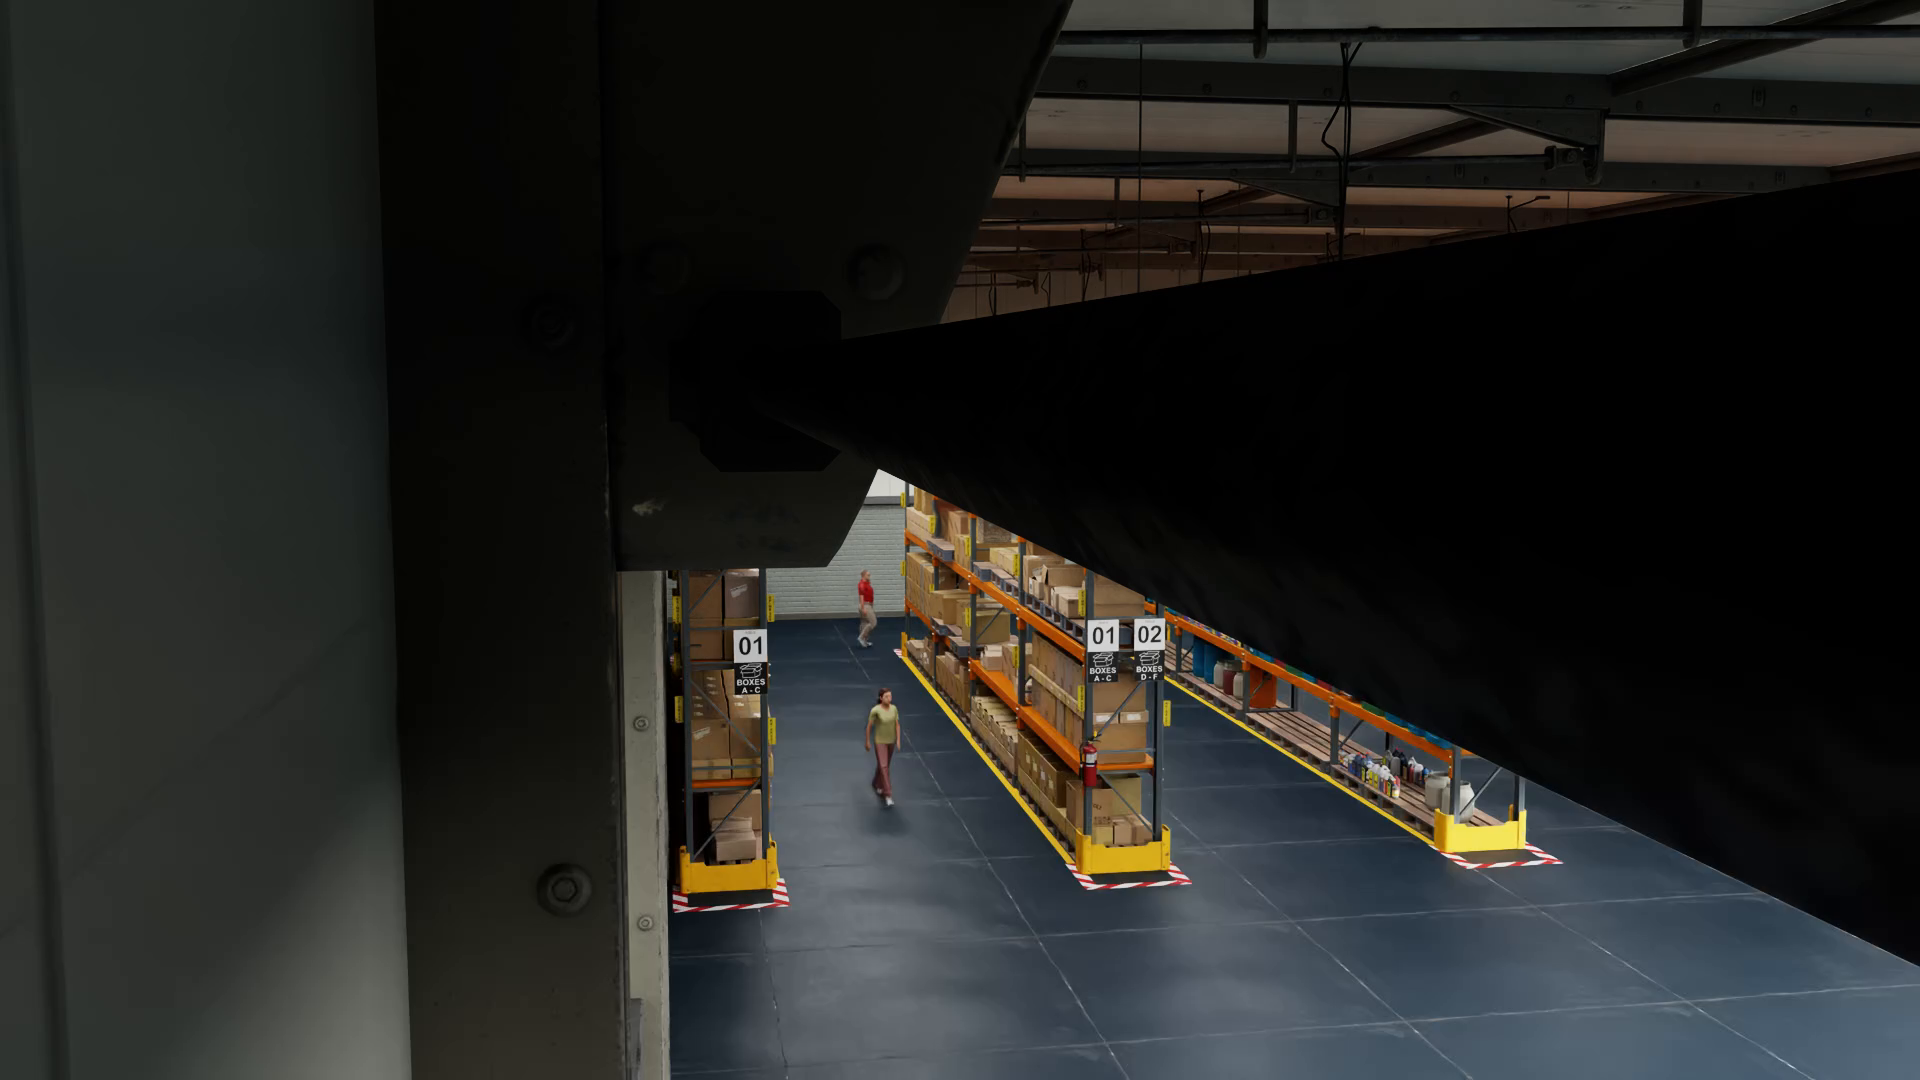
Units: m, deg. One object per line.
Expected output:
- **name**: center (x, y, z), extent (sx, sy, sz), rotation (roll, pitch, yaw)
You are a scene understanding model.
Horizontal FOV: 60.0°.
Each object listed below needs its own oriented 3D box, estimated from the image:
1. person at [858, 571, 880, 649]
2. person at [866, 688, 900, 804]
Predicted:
- **person**: center (-2.072, 1.581, 37.717), extent (0.460, 1.779, 0.555), rotation (-1, 6, -10)
- **person**: center (-1.080, 2.977, 24.362), extent (0.500, 1.618, 0.970), rotation (-5, 8, -41)
